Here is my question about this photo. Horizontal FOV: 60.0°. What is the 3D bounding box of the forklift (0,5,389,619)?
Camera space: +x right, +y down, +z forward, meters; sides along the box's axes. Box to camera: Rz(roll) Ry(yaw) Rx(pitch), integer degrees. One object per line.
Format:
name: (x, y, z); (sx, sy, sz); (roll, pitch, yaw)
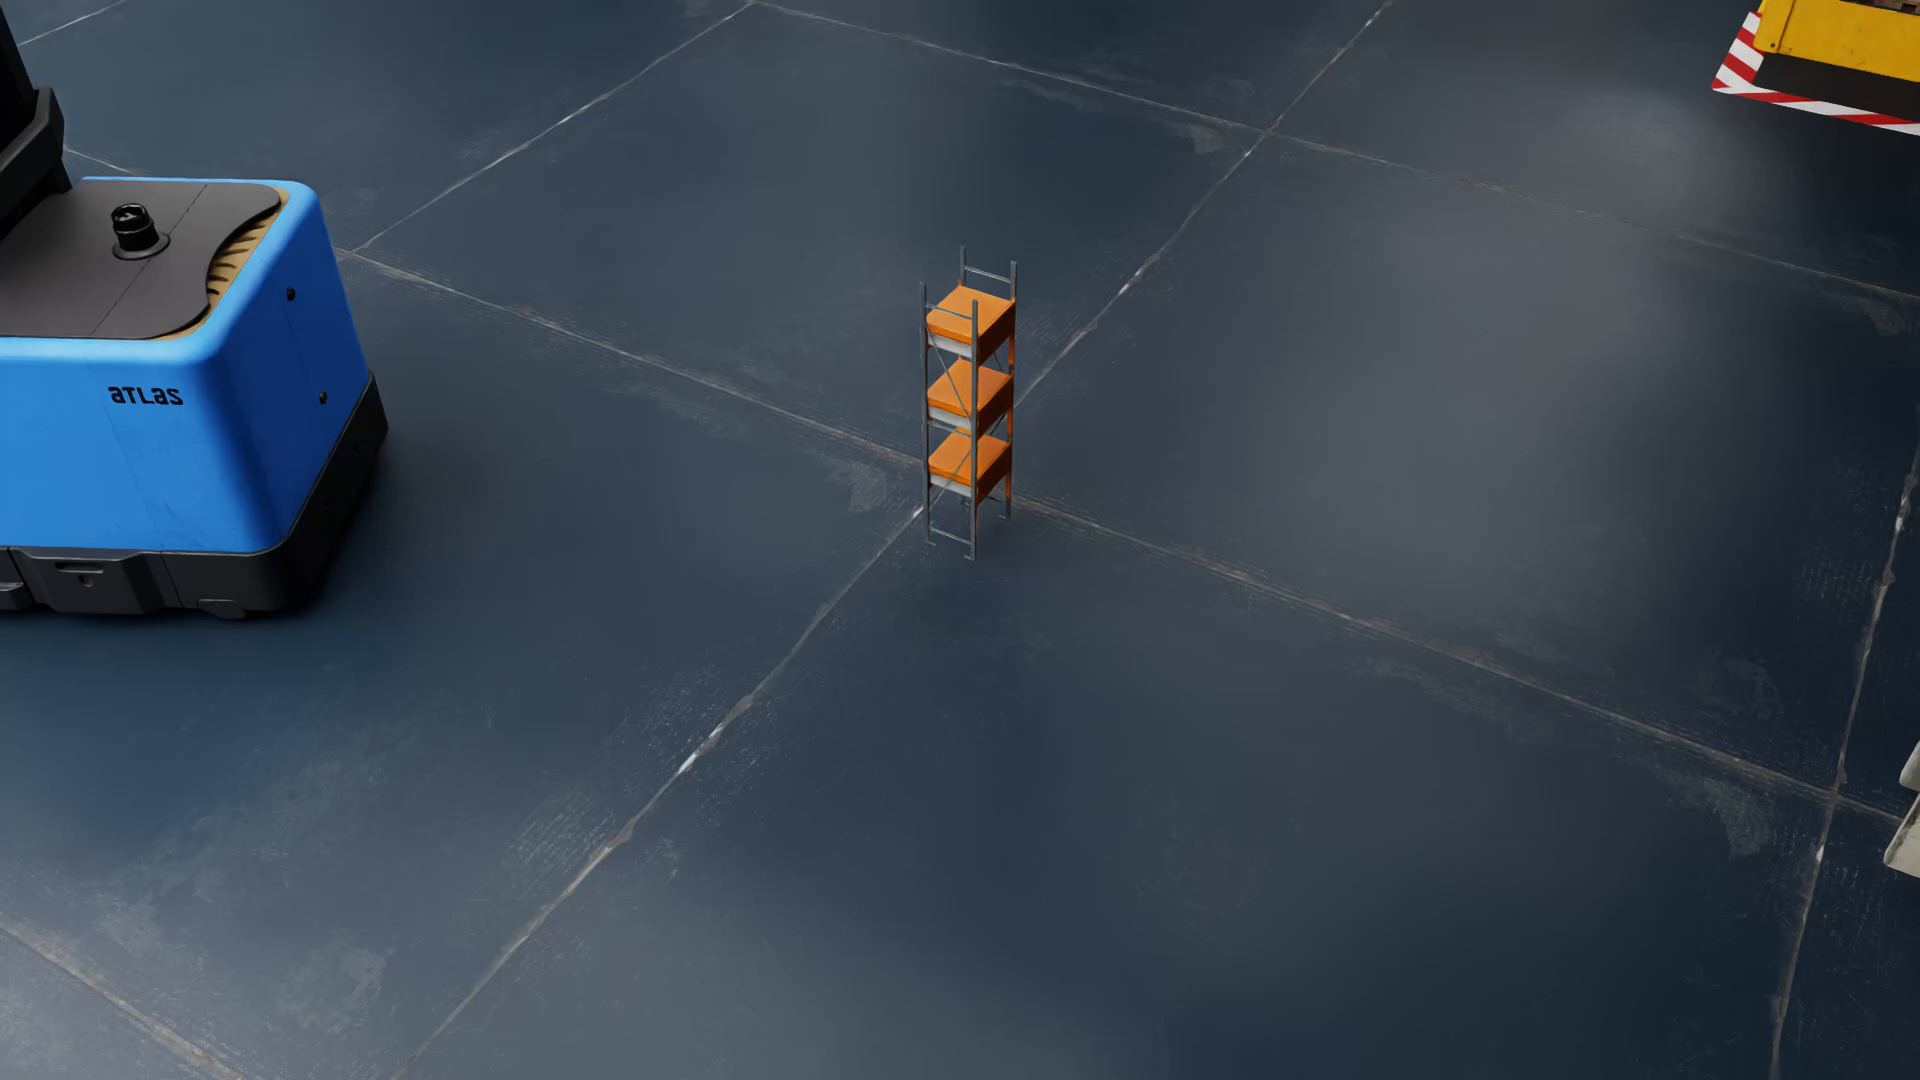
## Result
forklift: (-3.627, -1.205, 4.900); (3.031, 2.935, 1.130); (2, 41, 2)

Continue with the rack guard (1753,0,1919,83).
rack guard: (4.708, -2.652, 8.383); (1.175, 0.500, 0.348); (21, 45, 22)

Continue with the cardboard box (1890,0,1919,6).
cardboard box: (5.135, -2.946, 8.588); (0.500, 0.250, 0.500); (21, 46, 22)

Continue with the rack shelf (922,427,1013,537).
rack shelf: (0.027, -0.208, 5.628); (0.215, 0.259, 0.240); (21, 45, 22)

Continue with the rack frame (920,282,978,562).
rack frame: (-0.034, -0.355, 5.359); (0.200, 1.050, 0.008); (21, 45, 22)

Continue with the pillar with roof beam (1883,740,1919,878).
pillar with roof beam: (-0.881, -3.946, 3.422); (9.100, 9.000, 0.400); (21, 45, 22)

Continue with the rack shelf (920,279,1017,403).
rack shelf: (0.027, -0.630, 5.257); (0.215, 0.259, 0.240); (21, 45, 22)

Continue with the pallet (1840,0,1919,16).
pallet: (5.066, -3.009, 9.007); (1.003, 0.211, 1.213); (21, 45, 22)

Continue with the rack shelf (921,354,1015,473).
rack shelf: (0.027, -0.417, 5.445); (0.215, 0.259, 0.240); (21, 45, 22)

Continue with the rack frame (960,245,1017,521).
rack frame: (0.088, -0.494, 5.517); (0.200, 1.050, 0.008); (21, 45, 22)

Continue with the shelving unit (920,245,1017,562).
shelving unit: (0.027, -0.425, 5.438); (0.215, 1.050, 0.252); (21, 45, 22)
